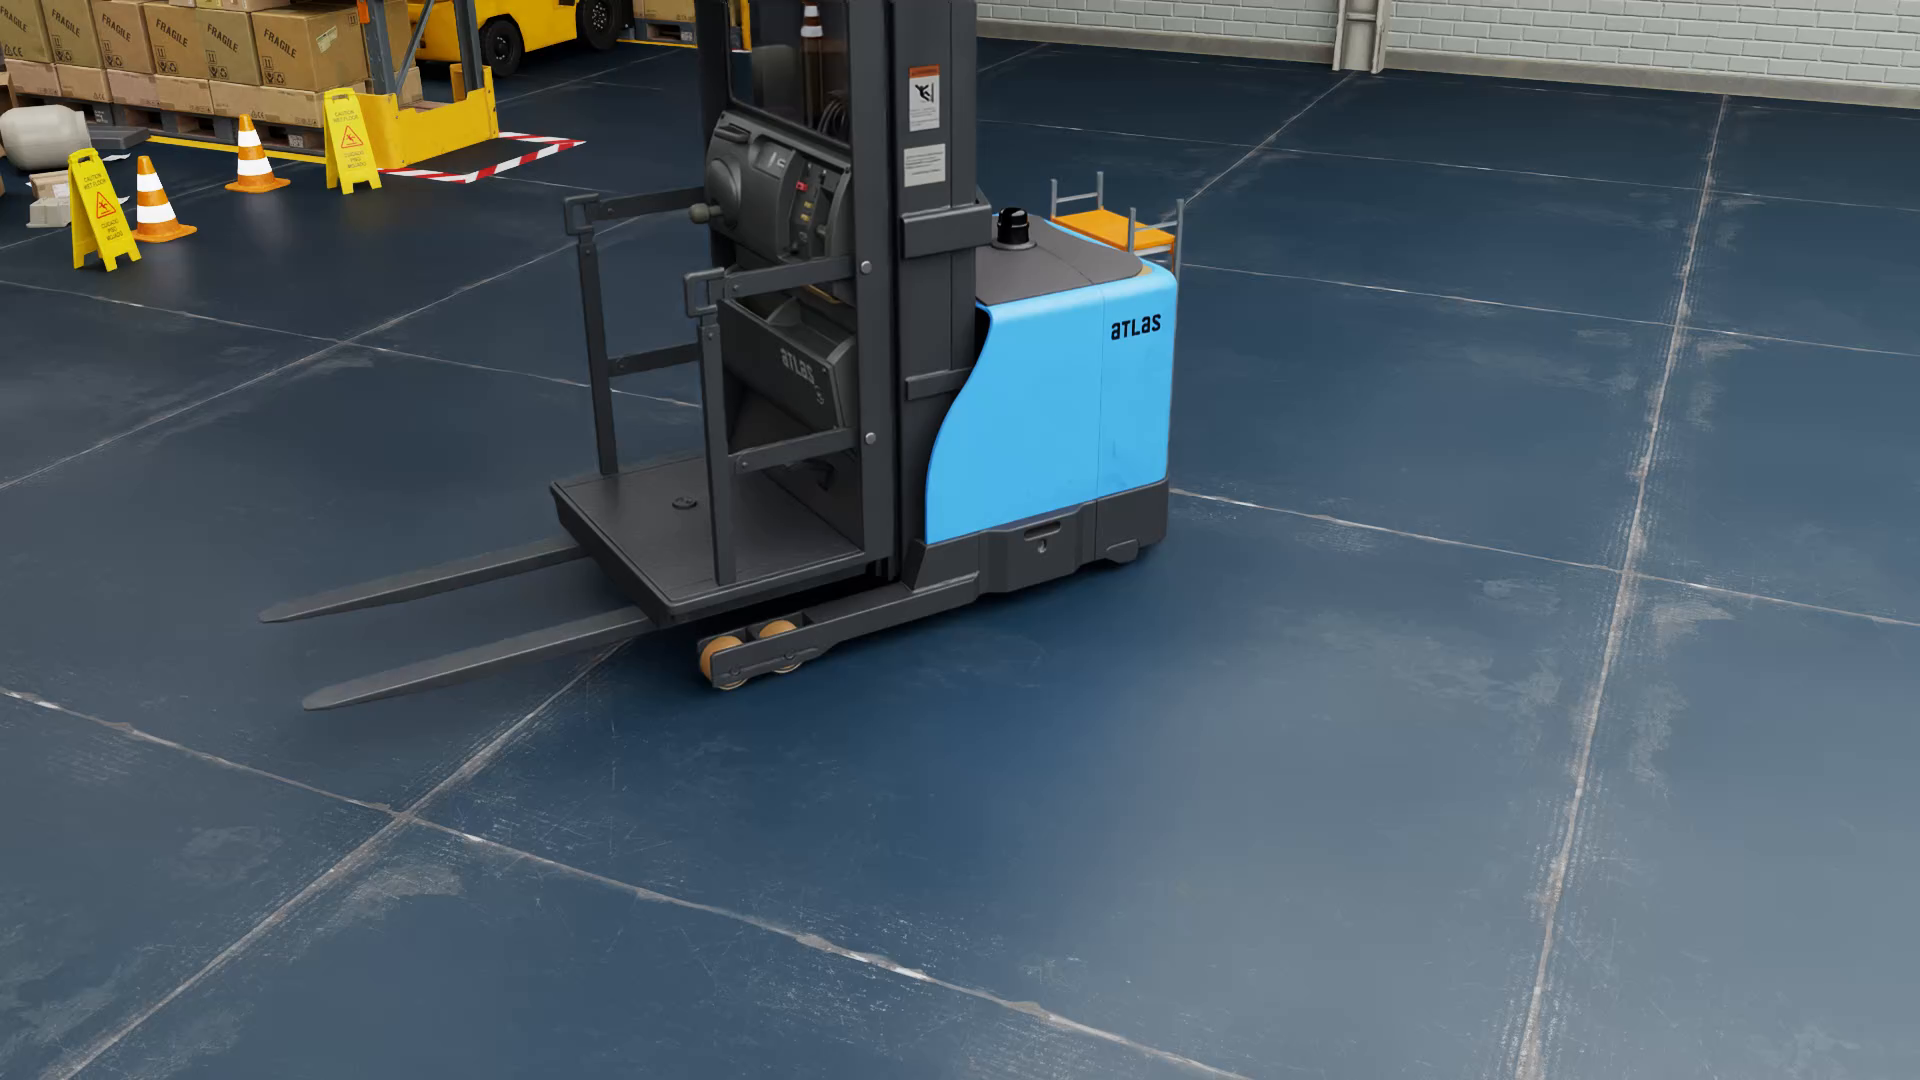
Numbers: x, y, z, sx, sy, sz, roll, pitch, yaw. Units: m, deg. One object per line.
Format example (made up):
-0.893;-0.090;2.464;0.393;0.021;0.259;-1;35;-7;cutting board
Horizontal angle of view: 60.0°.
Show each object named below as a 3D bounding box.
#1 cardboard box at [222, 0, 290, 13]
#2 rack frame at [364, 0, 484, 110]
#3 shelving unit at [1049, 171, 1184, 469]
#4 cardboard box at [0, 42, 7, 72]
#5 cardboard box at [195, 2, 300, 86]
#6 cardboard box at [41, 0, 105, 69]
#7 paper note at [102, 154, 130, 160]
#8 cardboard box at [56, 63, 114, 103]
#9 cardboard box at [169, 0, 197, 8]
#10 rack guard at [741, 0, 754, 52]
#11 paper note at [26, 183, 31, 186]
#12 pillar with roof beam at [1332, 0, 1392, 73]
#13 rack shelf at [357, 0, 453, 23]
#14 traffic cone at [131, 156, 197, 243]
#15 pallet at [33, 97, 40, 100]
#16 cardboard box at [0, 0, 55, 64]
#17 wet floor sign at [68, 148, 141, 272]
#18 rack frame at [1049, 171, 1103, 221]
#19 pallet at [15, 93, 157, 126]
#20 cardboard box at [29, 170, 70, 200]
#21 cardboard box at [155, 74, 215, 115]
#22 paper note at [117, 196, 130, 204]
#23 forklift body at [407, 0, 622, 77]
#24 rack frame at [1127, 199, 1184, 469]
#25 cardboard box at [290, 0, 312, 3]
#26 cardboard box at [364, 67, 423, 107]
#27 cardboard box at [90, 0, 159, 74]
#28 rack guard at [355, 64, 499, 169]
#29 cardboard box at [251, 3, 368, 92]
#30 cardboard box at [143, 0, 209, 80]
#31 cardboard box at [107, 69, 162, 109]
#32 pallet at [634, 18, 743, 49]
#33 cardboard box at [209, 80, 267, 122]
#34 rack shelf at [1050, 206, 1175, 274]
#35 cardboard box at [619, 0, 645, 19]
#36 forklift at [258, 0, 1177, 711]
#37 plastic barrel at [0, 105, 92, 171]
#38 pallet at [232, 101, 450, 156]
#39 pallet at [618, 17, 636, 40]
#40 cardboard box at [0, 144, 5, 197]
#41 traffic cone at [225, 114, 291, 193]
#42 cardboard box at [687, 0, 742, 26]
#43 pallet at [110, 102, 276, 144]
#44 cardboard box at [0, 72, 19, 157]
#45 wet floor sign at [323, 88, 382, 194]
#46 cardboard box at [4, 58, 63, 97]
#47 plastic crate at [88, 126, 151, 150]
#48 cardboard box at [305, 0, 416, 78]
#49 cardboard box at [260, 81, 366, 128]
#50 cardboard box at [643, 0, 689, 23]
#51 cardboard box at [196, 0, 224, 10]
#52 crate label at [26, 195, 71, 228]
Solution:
-4.924;-3.797;11.620;0.250;0.149;0.380;12;29;23;cardboard box
-3.724;-4.133;11.249;0.127;3.000;1.000;11;28;22;rack frame
0.578;-0.765;6.445;0.258;1.200;0.503;-16;30;-29;shelving unit
-7.844;-3.969;13.415;0.625;0.372;0.950;12;29;22;cardboard box
-5.038;-3.560;11.873;0.500;0.500;0.500;12;29;24;cardboard box
-6.448;-3.846;12.454;0.500;0.500;0.500;13;29;24;cardboard box
-5.933;-2.694;11.687;0.148;0.019;0.142;2;26;4;paper note
-6.450;-3.510;12.620;0.500;0.250;0.500;13;29;25;cardboard box
-5.390;-3.893;11.816;0.250;0.149;0.380;13;29;24;cardboard box
-1.651;-5.004;15.847;0.348;0.500;1.175;11;28;22;rack guard
-6.120;-2.384;11.070;0.142;0.019;0.148;23;35;39;paper note
1.746;-6.483;9.229;0.400;9.000;9.100;11;28;22;pillar with roof beam
-5.545;-4.176;12.150;4.000;0.370;1.077;11;28;22;rack shelf
-4.800;-2.046;9.882;0.334;0.463;0.336;11;28;22;traffic cone
-8.075;-3.755;13.638;1.213;0.211;1.003;11;28;22;pallet
-6.940;-3.939;12.644;0.500;0.500;0.500;13;29;24;cardboard box
-4.835;-1.859;9.295;0.232;0.644;0.267;6;27;13;wet floor sign
0.448;-0.856;6.630;0.240;1.200;0.015;-16;30;-29;rack frame
-6.740;-3.505;13.130;1.213;0.211;1.003;11;28;22;pallet
-5.753;-2.281;10.715;0.380;0.149;0.250;-18;31;-31;cardboard box
-5.519;-3.319;12.232;0.500;0.250;0.500;10;28;20;cardboard box
-5.409;-2.173;10.630;0.142;0.019;0.148;2;26;4;paper note
-4.155;-5.362;14.706;1.214;2.155;2.313;11;28;22;forklift body
0.709;-0.674;6.260;0.240;1.200;0.015;-16;30;-29;rack frame
-4.844;-3.781;12.322;0.500;0.500;0.500;10;28;20;cardboard box
-4.344;-3.347;12.289;0.500;0.250;0.500;11;28;21;cardboard box
-5.977;-3.751;12.260;0.500;0.500;0.500;13;29;24;cardboard box
-3.794;-3.025;11.829;0.348;0.500;1.175;11;28;22;rack guard
-4.562;-3.466;11.682;0.500;0.500;0.500;12;28;22;cardboard box
-5.495;-3.655;12.066;0.500;0.500;0.500;11;28;21;cardboard box
-5.966;-3.414;12.425;0.500;0.250;0.500;11;28;21;cardboard box
-2.387;-5.002;16.170;1.213;0.211;1.003;11;28;22;pallet
-5.040;-3.225;12.043;0.500;0.250;0.500;11;28;22;cardboard box
0.578;-1.117;6.272;0.258;0.148;0.480;-16;30;-29;rack shelf
-3.132;-5.233;16.121;0.500;0.250;0.500;12;29;22;cardboard box
-0.763;-1.106;5.178;3.031;2.935;1.130;-15;30;-28;forklift
-6.231;-2.746;11.348;0.512;0.421;0.421;-12;29;-23;plastic barrel
-4.518;-3.059;12.223;1.213;0.211;1.003;11;28;22;pallet
-3.493;-5.225;16.624;1.213;0.211;1.003;11;28;22;pallet
-6.371;-2.316;10.385;0.637;0.503;0.797;-7;27;-14;cardboard box
-4.650;-2.555;10.915;0.334;0.463;0.336;11;28;22;traffic cone
-2.232;-5.043;15.735;0.500;0.250;0.500;12;28;22;cardboard box
-5.625;-3.282;12.678;1.213;0.211;1.003;11;28;22;pallet
-6.953;-3.001;11.777;0.500;0.500;0.500;-12;29;-23;cardboard box
-3.994;-2.612;10.824;0.232;0.644;0.267;23;35;39;wet floor sign
-6.940;-3.603;12.809;0.500;0.250;0.500;10;28;19;cardboard box
-6.276;-2.938;12.126;0.583;0.080;0.402;2;26;4;plastic crate
-4.366;-3.687;12.131;0.500;0.500;0.500;10;28;20;cardboard box
-4.593;-3.132;11.853;0.500;0.250;0.500;11;28;22;cardboard box
-2.680;-5.138;15.927;0.500;0.250;0.500;11;28;22;cardboard box
-5.151;-3.844;11.716;0.250;0.149;0.380;12;29;23;cardboard box
-5.541;-2.019;10.196;0.298;0.136;0.250;-2;26;-5;crate label
